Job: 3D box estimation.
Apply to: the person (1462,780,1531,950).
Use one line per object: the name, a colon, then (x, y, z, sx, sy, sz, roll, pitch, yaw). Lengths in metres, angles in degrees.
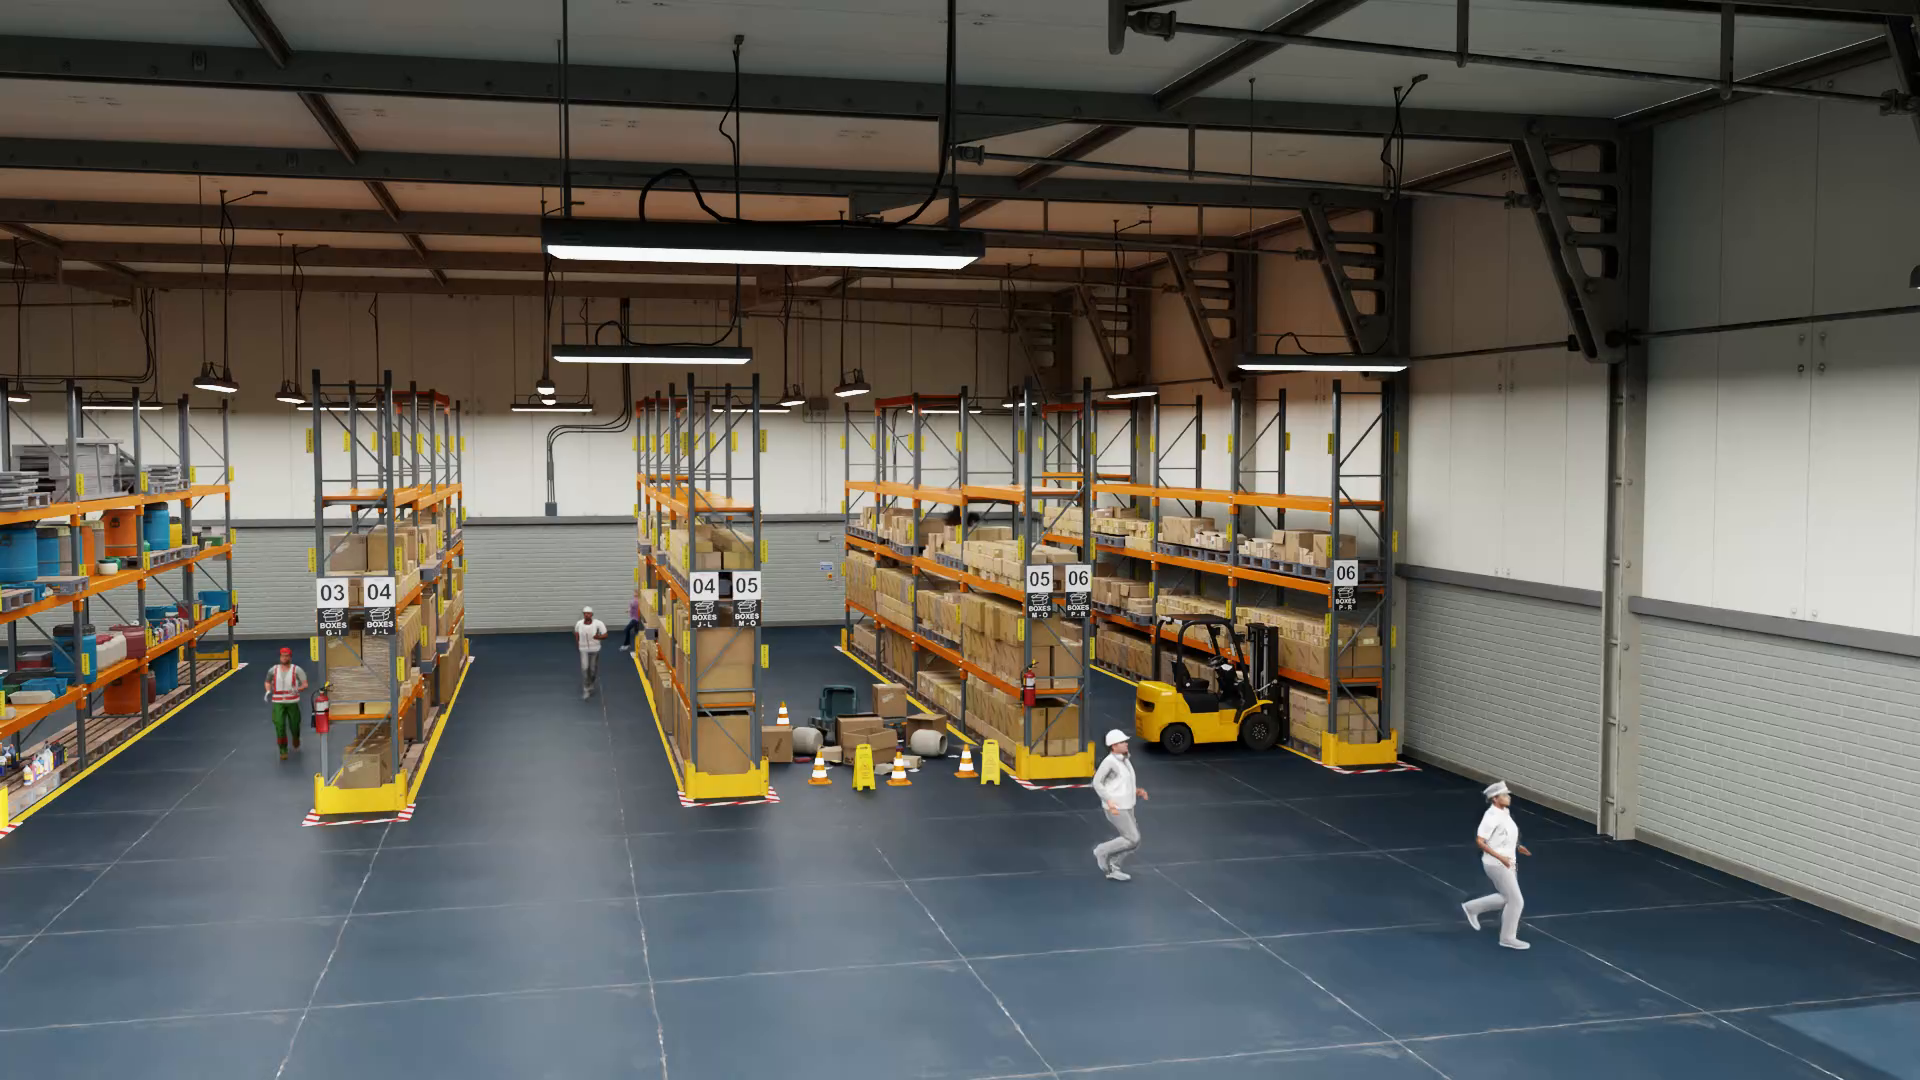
person: (5.339, 3.218, 16.583, 0.701, 1.644, 0.581, 2, 4, 32)

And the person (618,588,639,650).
person: (-7.928, 1.920, 40.380, 0.746, 1.526, 0.687, 0, 3, -9)

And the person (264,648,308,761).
person: (-10.743, 2.593, 26.508, 0.669, 1.760, 0.868, -1, 3, -15)

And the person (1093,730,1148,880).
person: (1.867, 3.039, 19.022, 0.533, 1.726, 0.665, 2, 4, 28)

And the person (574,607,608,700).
person: (-7.329, 2.209, 33.014, 0.676, 1.794, 0.909, 0, 3, -8)
